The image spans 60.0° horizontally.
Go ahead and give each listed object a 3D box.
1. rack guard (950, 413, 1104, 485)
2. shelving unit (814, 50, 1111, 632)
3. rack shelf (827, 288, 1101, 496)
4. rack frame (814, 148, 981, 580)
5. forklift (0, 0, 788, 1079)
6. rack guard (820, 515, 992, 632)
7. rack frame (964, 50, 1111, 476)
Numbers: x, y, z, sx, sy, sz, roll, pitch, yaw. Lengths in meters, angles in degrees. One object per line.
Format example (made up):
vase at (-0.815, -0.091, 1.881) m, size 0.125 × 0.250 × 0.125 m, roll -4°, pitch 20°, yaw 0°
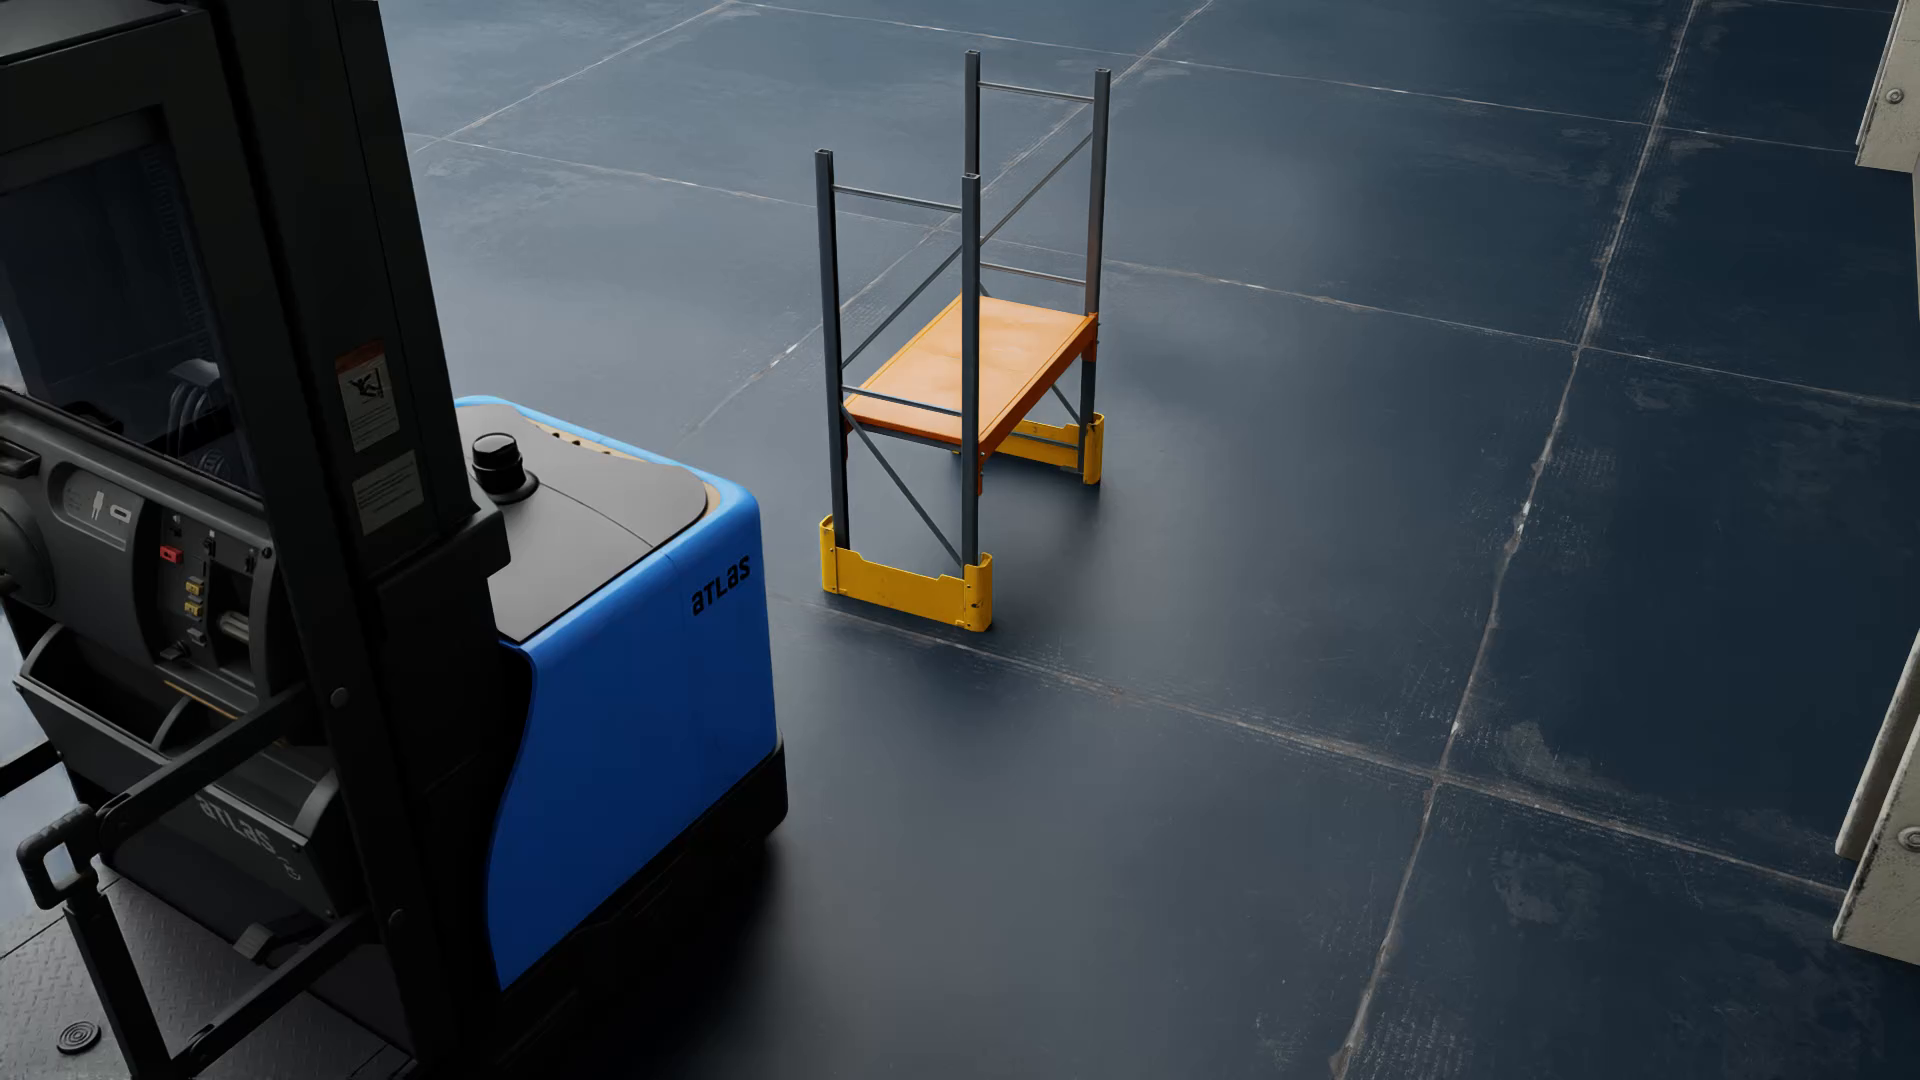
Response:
rack guard at (0.240, -0.391, 6.118) m, size 0.587 × 0.250 × 0.087 m, roll 14°, pitch 36°, yaw 20°
shelving unit at (0.032, -0.665, 5.397) m, size 0.587 × 1.500 × 1.083 m, roll 14°, pitch 36°, yaw 20°
rack shelf at (0.036, -0.519, 5.502) m, size 0.538 × 0.185 × 1.000 m, roll 14°, pitch 36°, yaw 20°
rack frame at (-0.177, -0.417, 5.017) m, size 0.500 × 1.500 × 0.032 m, roll 14°, pitch 36°, yaw 20°
forklift at (-1.684, 0.089, 2.941) m, size 1.130 × 2.935 × 3.031 m, roll 19°, pitch 38°, yaw 27°
rack guard at (-0.176, 0.106, 5.361) m, size 0.587 × 0.250 × 0.087 m, roll 14°, pitch 36°, yaw 20°
rack frame at (0.248, -0.923, 5.790) m, size 0.500 × 1.500 × 0.032 m, roll 14°, pitch 36°, yaw 20°
